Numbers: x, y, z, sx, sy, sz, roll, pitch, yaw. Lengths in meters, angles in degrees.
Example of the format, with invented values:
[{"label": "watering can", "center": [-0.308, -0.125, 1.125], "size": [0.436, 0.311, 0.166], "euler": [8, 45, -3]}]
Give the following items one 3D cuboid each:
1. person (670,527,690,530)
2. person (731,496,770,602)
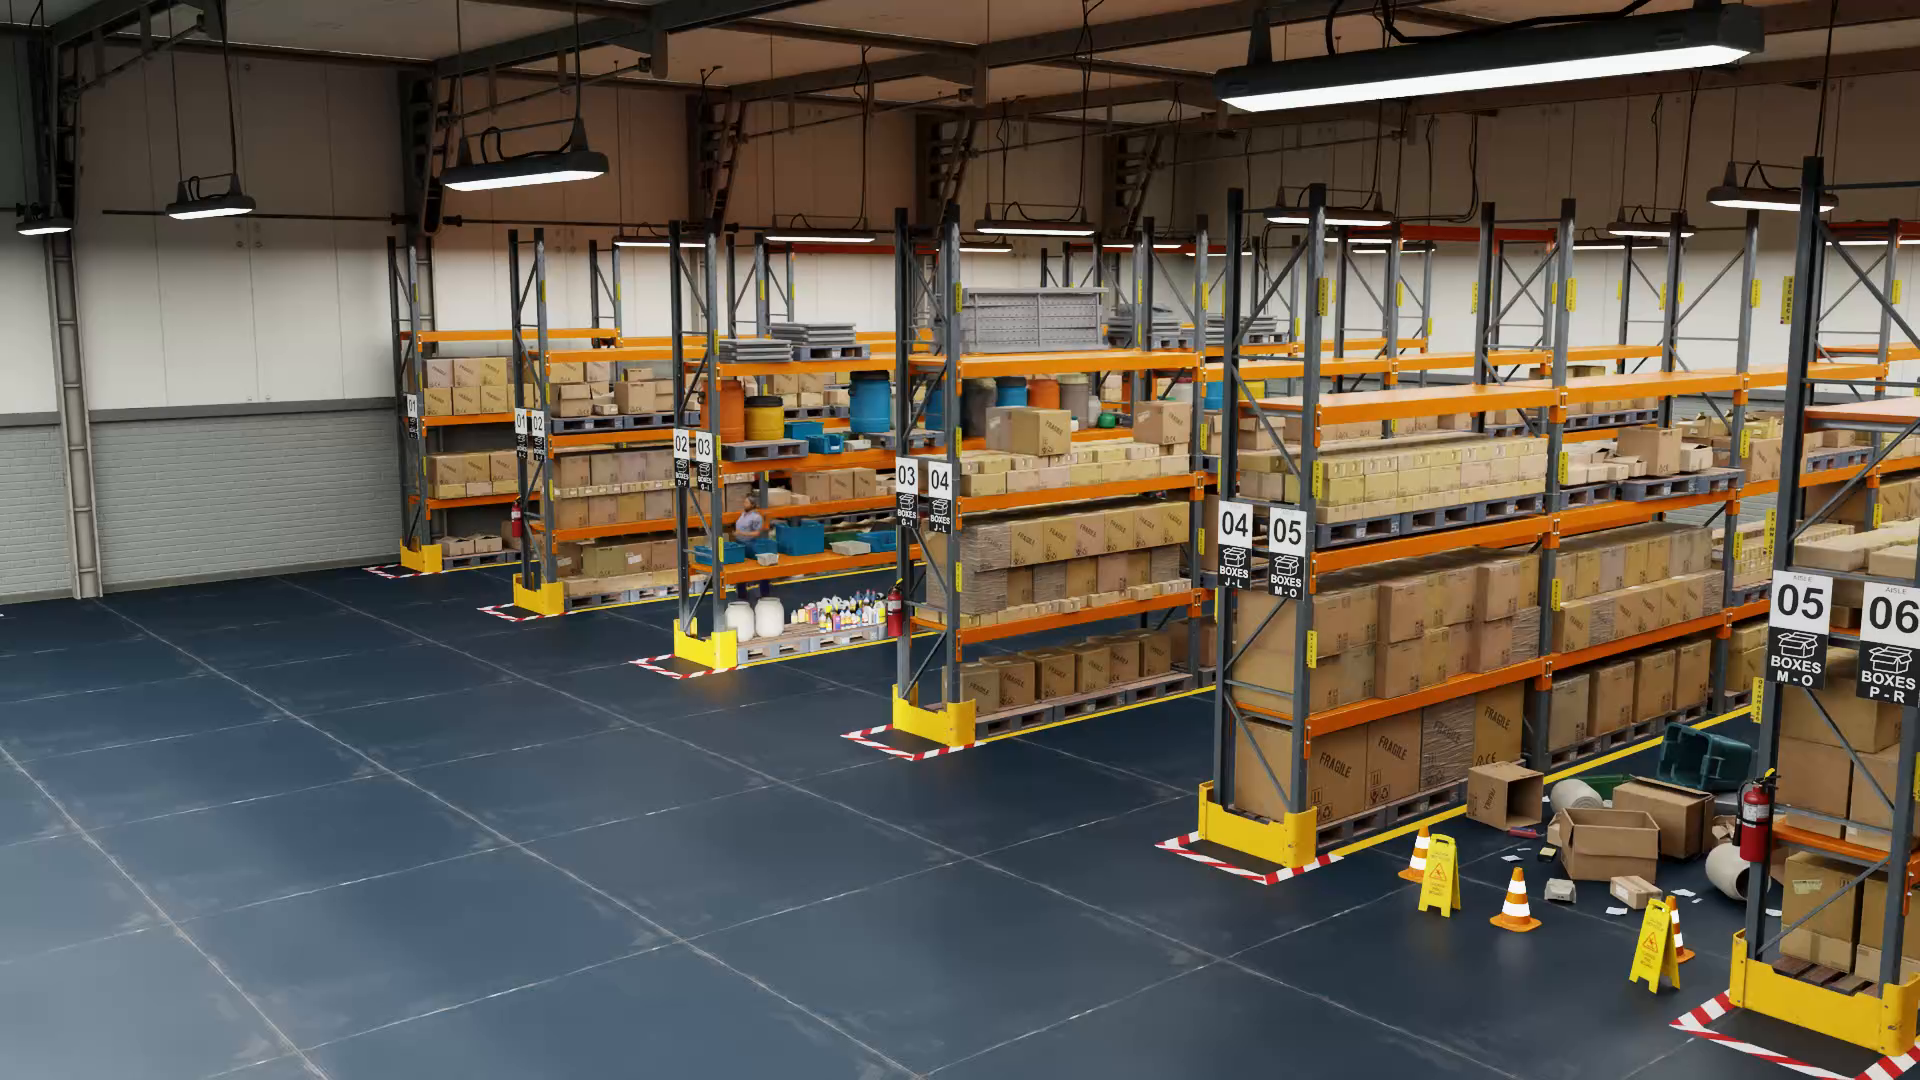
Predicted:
[{"label": "person", "center": [-5.026, -0.399, 30.473], "size": [0.680, 1.836, 0.898], "euler": [8, 12, 43]}, {"label": "person", "center": [-3.231, 0.198, 25.423], "size": [0.577, 1.760, 0.697], "euler": [7, 11, 38]}]
